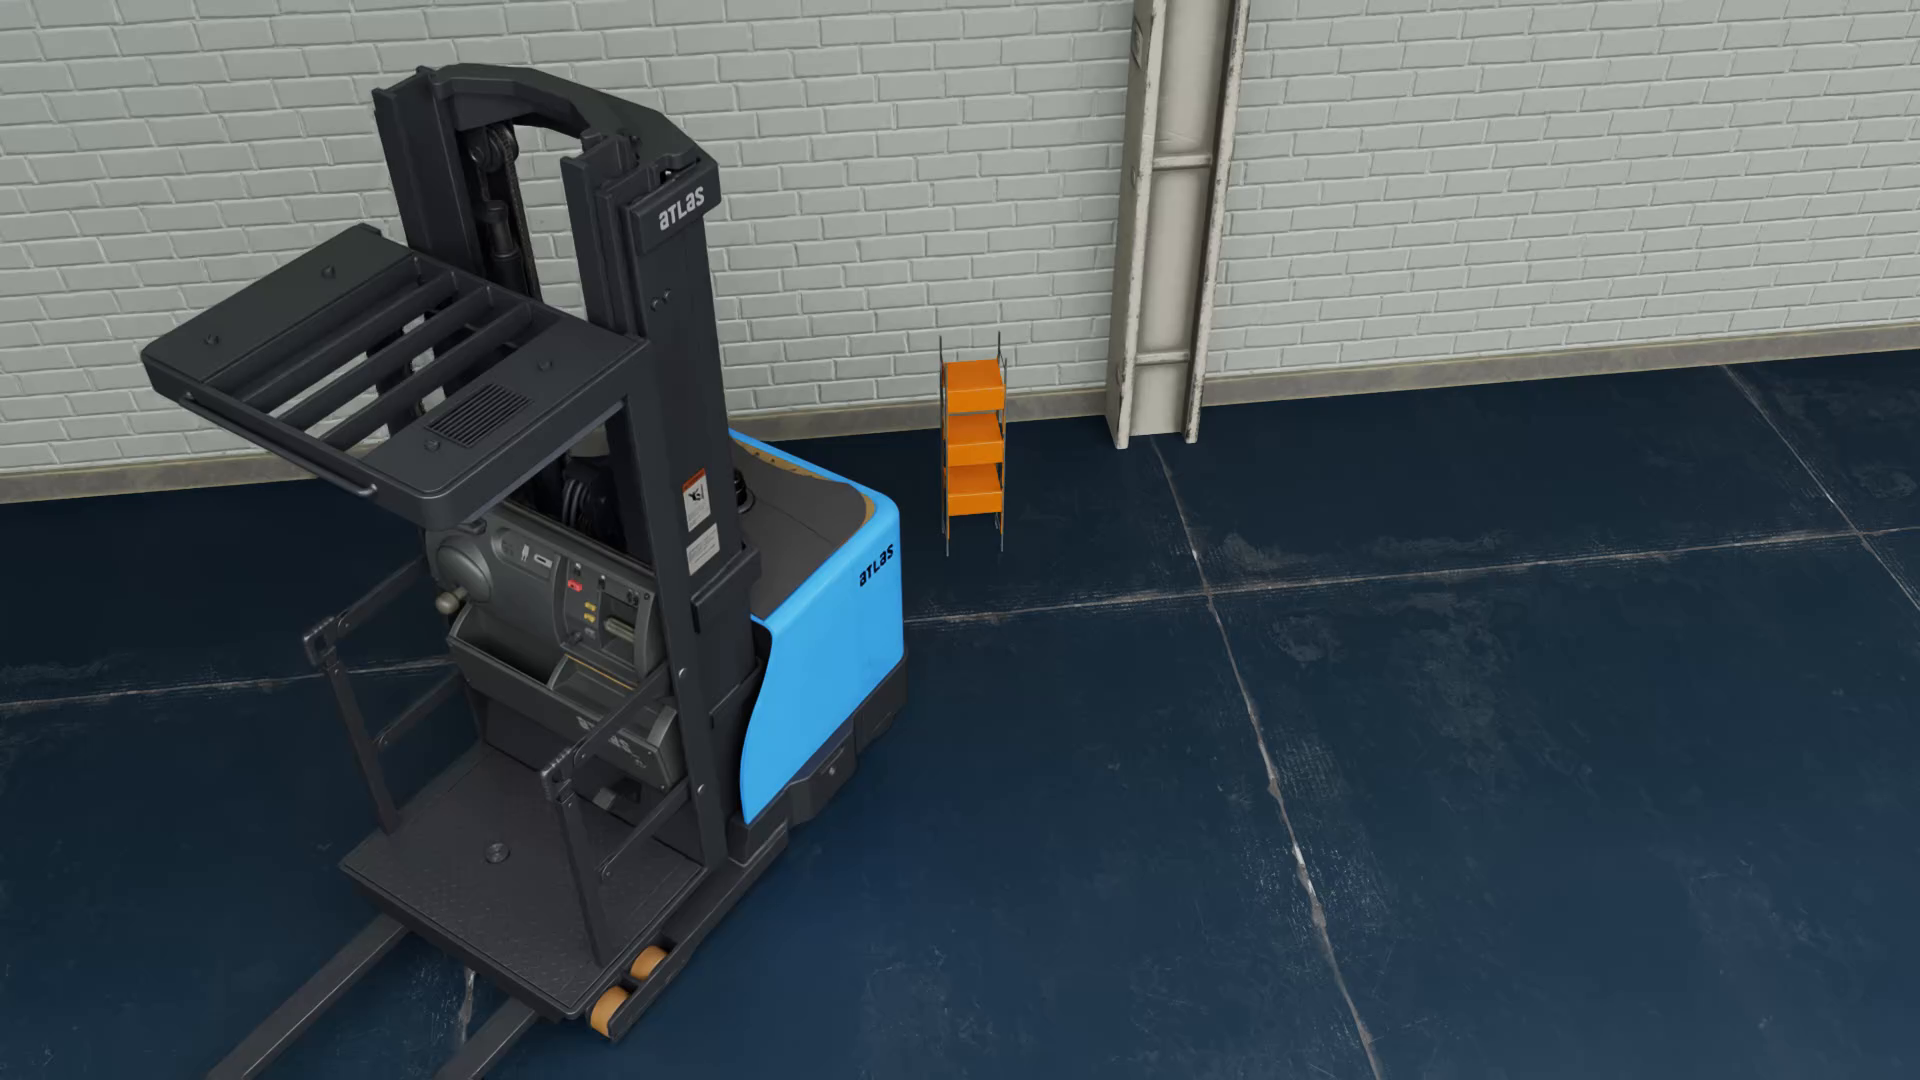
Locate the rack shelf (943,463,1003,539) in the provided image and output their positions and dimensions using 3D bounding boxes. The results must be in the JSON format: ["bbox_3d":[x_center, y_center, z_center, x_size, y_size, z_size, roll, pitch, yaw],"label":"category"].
[{"bbox_3d":[0.053,-0.180,7.312,0.240,0.259,0.215,-5,42,-6],"label":"rack shelf"}]

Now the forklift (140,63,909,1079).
[{"bbox_3d":[-1.426,0.220,5.033,1.130,2.935,3.031,23,47,24],"label":"forklift"}]

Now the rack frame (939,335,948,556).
[{"bbox_3d":[-0.068,-0.384,7.107,0.008,1.050,0.200,-5,42,-6],"label":"rack frame"}]

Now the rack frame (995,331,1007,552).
[{"bbox_3d":[0.174,-0.405,7.130,0.008,1.050,0.200,-5,42,-6],"label":"rack frame"}]

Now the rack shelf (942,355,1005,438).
[{"bbox_3d":[0.053,-0.597,6.936,0.240,0.259,0.215,-5,42,-6],"label":"rack shelf"}]

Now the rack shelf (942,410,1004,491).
[{"bbox_3d":[0.053,-0.387,7.126,0.240,0.259,0.215,-5,42,-6],"label":"rack shelf"}]

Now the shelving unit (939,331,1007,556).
[{"bbox_3d":[0.053,-0.394,7.119,0.252,1.050,0.215,-5,42,-6],"label":"shelving unit"}]

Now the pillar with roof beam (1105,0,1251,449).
[{"bbox_3d":[1.482,-1.037,1.896,0.400,9.000,9.100,-5,42,-6],"label":"pillar with roof beam"}]
